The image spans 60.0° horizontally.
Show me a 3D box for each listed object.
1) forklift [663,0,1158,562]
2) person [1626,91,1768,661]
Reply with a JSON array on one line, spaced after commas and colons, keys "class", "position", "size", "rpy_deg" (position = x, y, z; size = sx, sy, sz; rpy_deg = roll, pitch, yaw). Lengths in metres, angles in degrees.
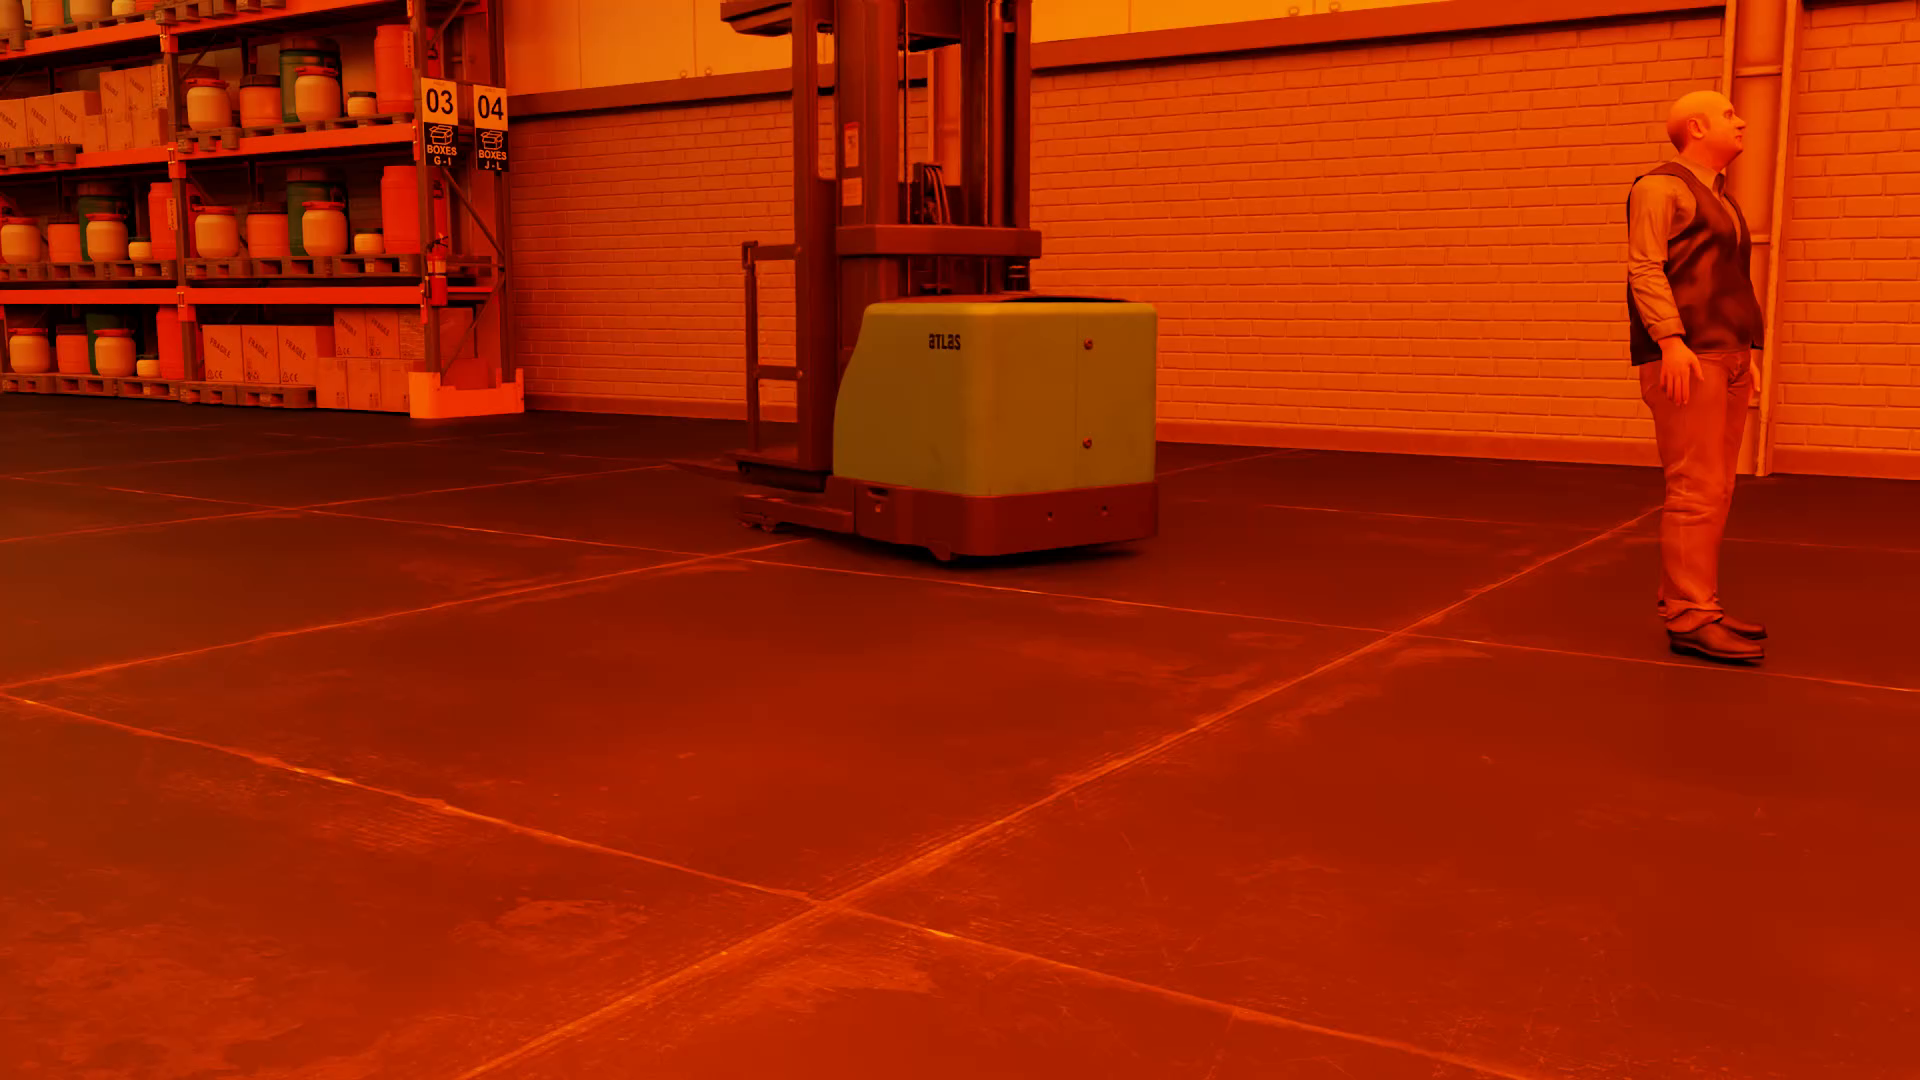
[{"class": "forklift", "position": [-0.435, -1.523, 7.904], "size": [1.130, 2.935, 3.031], "rpy_deg": [-6, 10, -37]}, {"class": "person", "position": [2.376, -0.535, 5.202], "size": [0.631, 1.720, 0.568], "rpy_deg": [-8, 11, -44]}]
